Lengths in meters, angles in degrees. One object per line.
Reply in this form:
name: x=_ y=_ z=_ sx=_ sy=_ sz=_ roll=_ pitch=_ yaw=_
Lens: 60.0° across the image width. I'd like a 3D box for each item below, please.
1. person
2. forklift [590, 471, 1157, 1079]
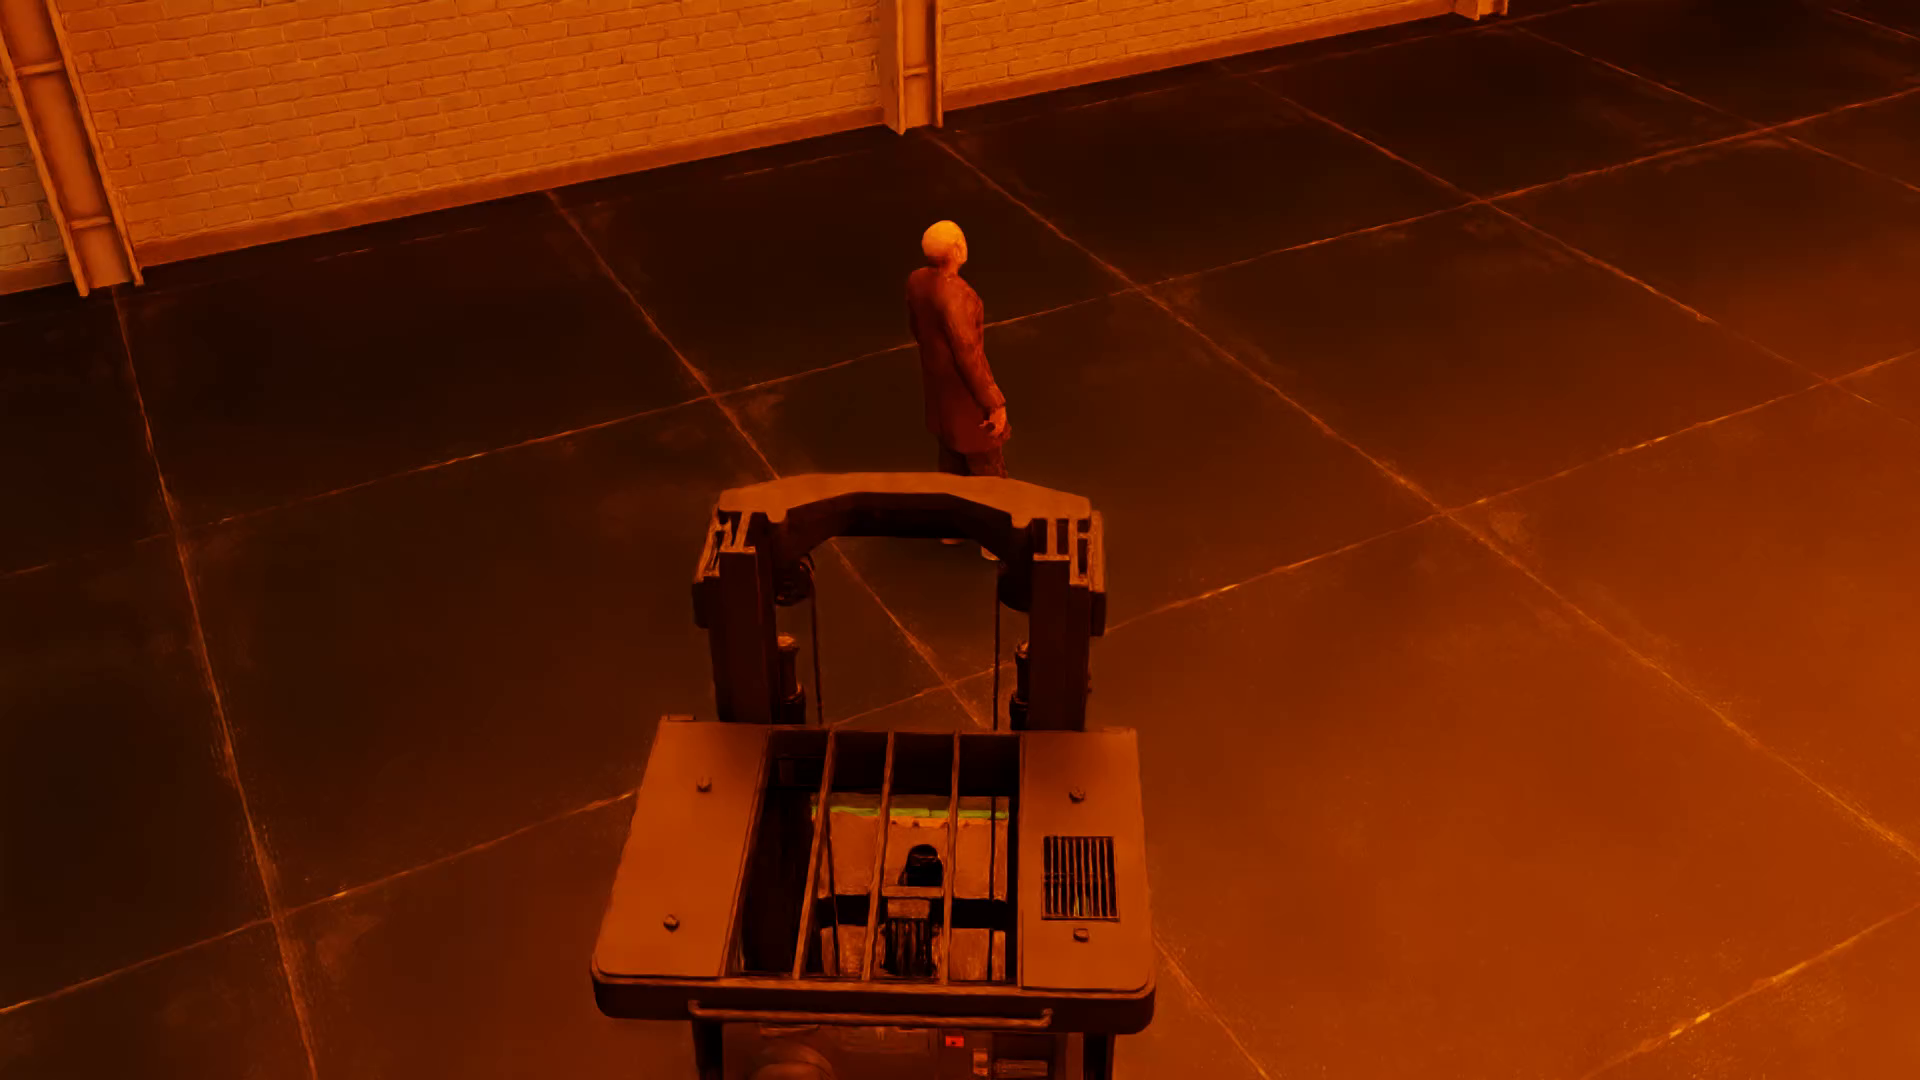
person: x=0.083 y=-0.754 z=8.177 sx=0.580 sy=1.776 sz=0.694 roll=-17 pitch=39 yaw=-23
forklift: x=-0.153 y=1.423 z=4.110 sx=1.130 sy=2.935 sz=3.031 roll=1 pitch=35 yaw=2
